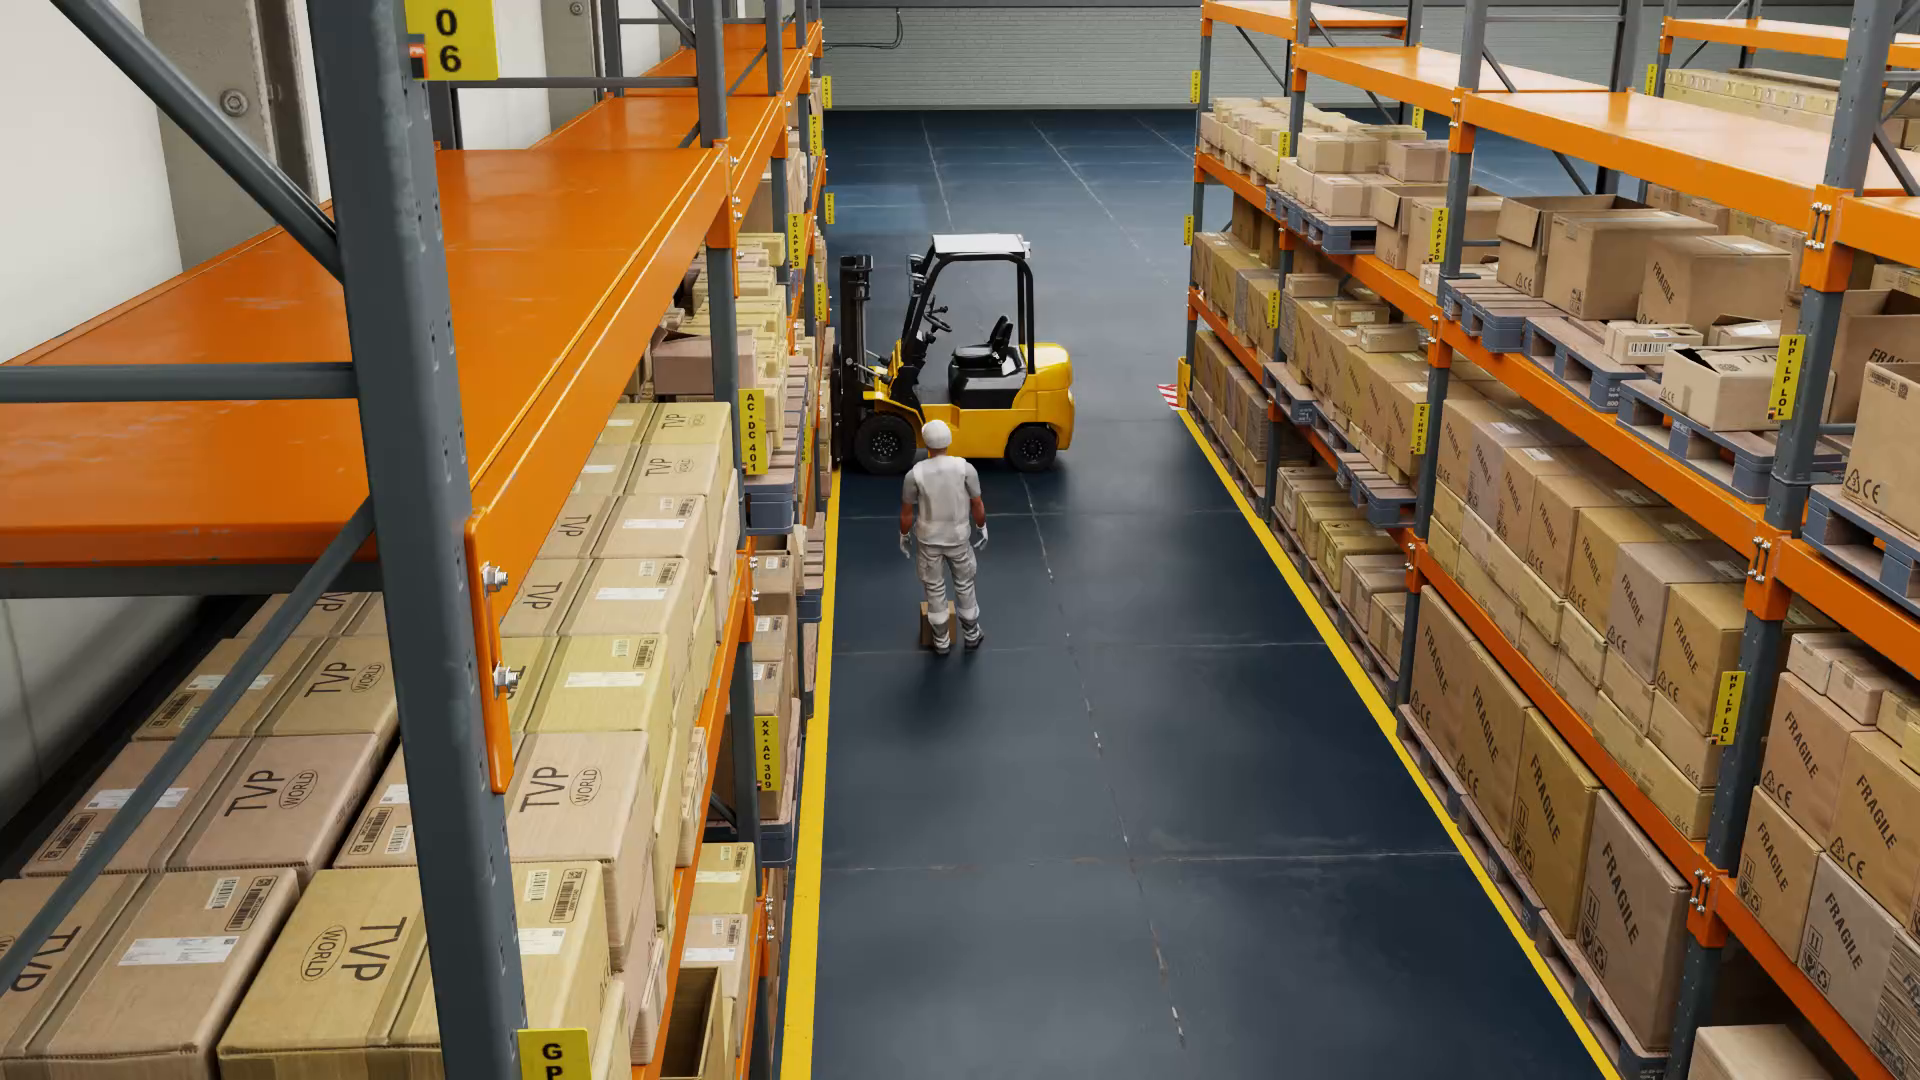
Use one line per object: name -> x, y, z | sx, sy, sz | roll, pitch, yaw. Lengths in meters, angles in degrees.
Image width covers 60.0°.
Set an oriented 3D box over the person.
person -> -0.118, -0.042, 11.989 | 0.637, 1.788, 0.564 | -1, 20, -3
